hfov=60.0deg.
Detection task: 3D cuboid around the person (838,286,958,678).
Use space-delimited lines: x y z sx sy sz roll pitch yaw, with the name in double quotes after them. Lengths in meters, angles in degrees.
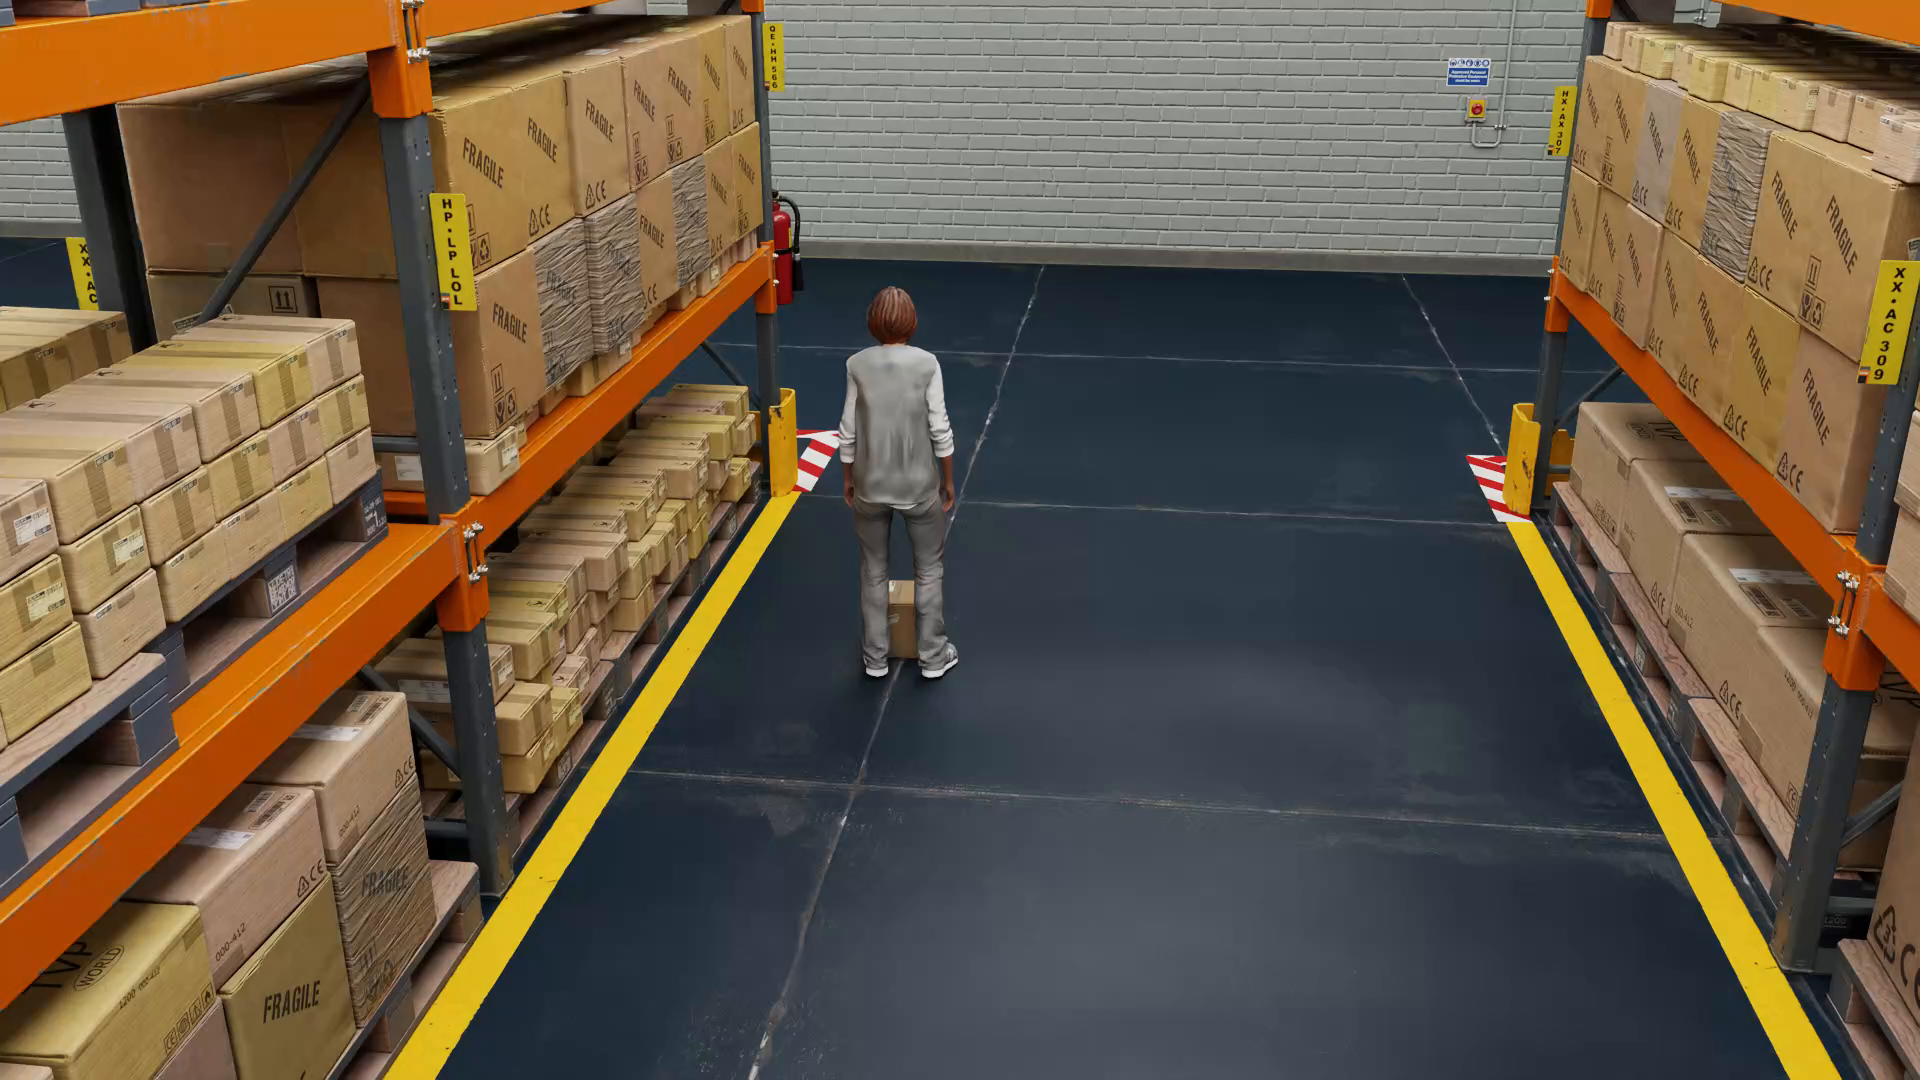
-0.249 -0.203 6.614 0.463 1.593 0.343 2 22 6 "person"
